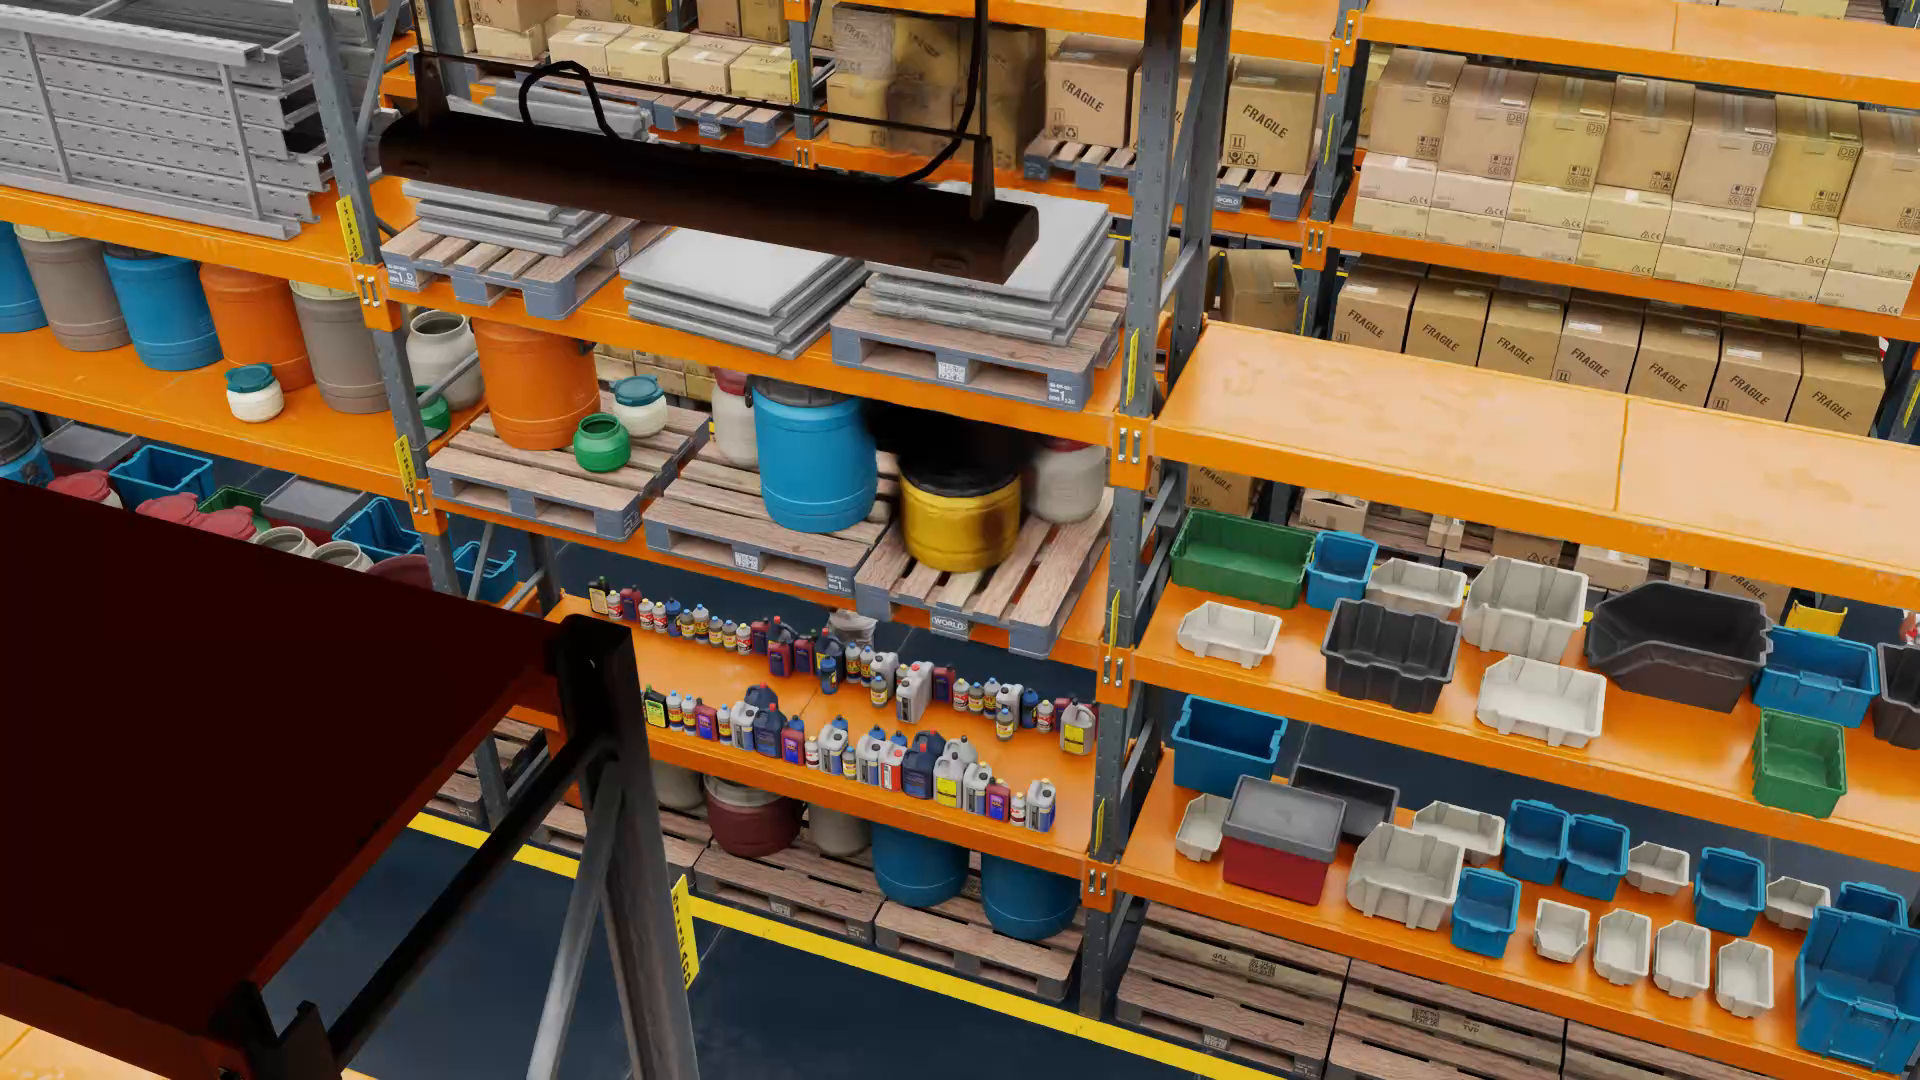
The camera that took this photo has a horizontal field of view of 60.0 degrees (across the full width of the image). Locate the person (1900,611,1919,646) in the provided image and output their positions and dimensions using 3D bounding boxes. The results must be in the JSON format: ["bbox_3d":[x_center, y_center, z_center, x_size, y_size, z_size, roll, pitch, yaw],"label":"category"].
[{"bbox_3d":[6.517,0.682,11.012,0.592,1.727,0.720,-18,40,-23],"label":"person"}]

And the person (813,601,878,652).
[{"bbox_3d":[-0.742,0.507,11.246,0.794,1.813,0.677,11,38,14],"label":"person"}]
